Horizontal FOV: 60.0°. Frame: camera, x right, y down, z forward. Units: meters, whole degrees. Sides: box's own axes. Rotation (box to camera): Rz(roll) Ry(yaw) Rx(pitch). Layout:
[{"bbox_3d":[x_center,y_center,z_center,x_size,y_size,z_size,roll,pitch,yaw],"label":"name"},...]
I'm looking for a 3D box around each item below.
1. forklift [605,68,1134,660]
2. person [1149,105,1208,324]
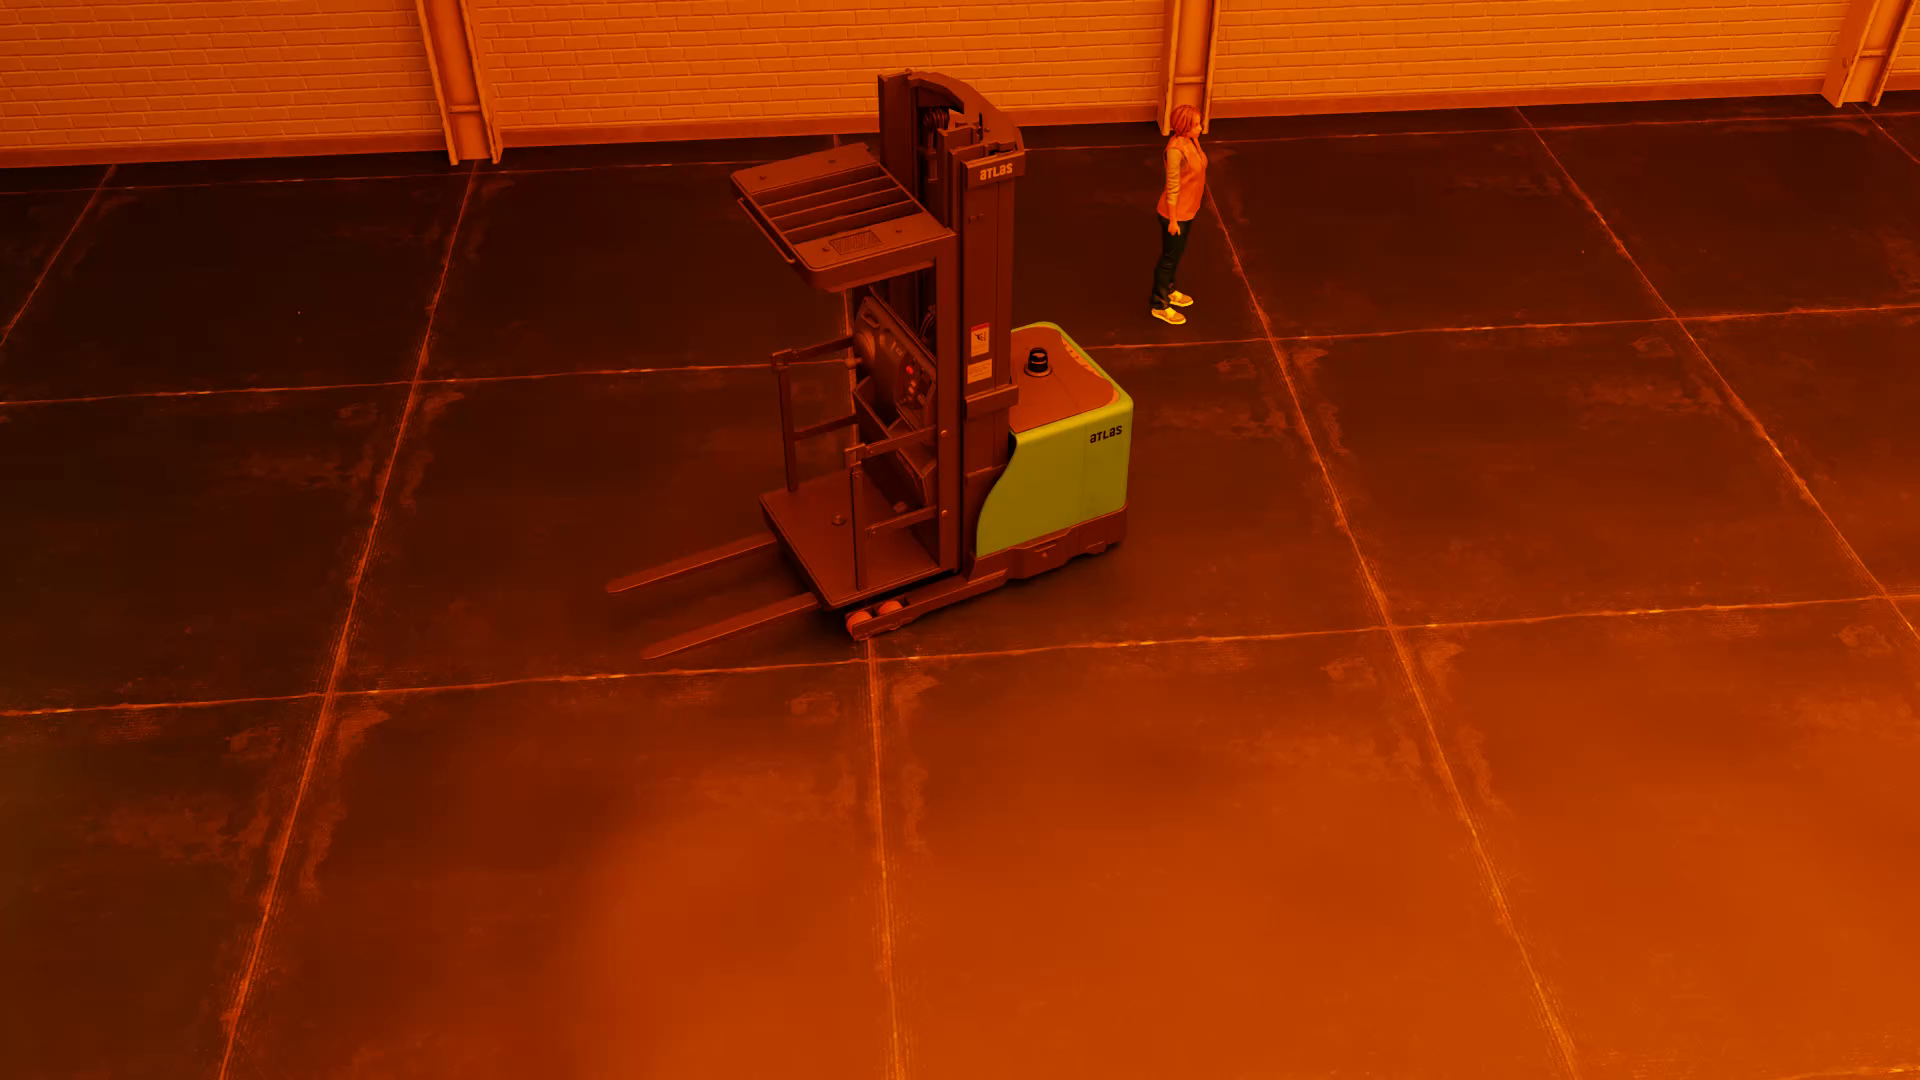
[{"bbox_3d":[-0.541,-0.933,9.029,3.031,2.935,1.130,-18,44,-20],"label":"forklift"},{"bbox_3d":[1.537,-2.300,11.651,0.314,1.604,0.410,14,42,16],"label":"person"}]
